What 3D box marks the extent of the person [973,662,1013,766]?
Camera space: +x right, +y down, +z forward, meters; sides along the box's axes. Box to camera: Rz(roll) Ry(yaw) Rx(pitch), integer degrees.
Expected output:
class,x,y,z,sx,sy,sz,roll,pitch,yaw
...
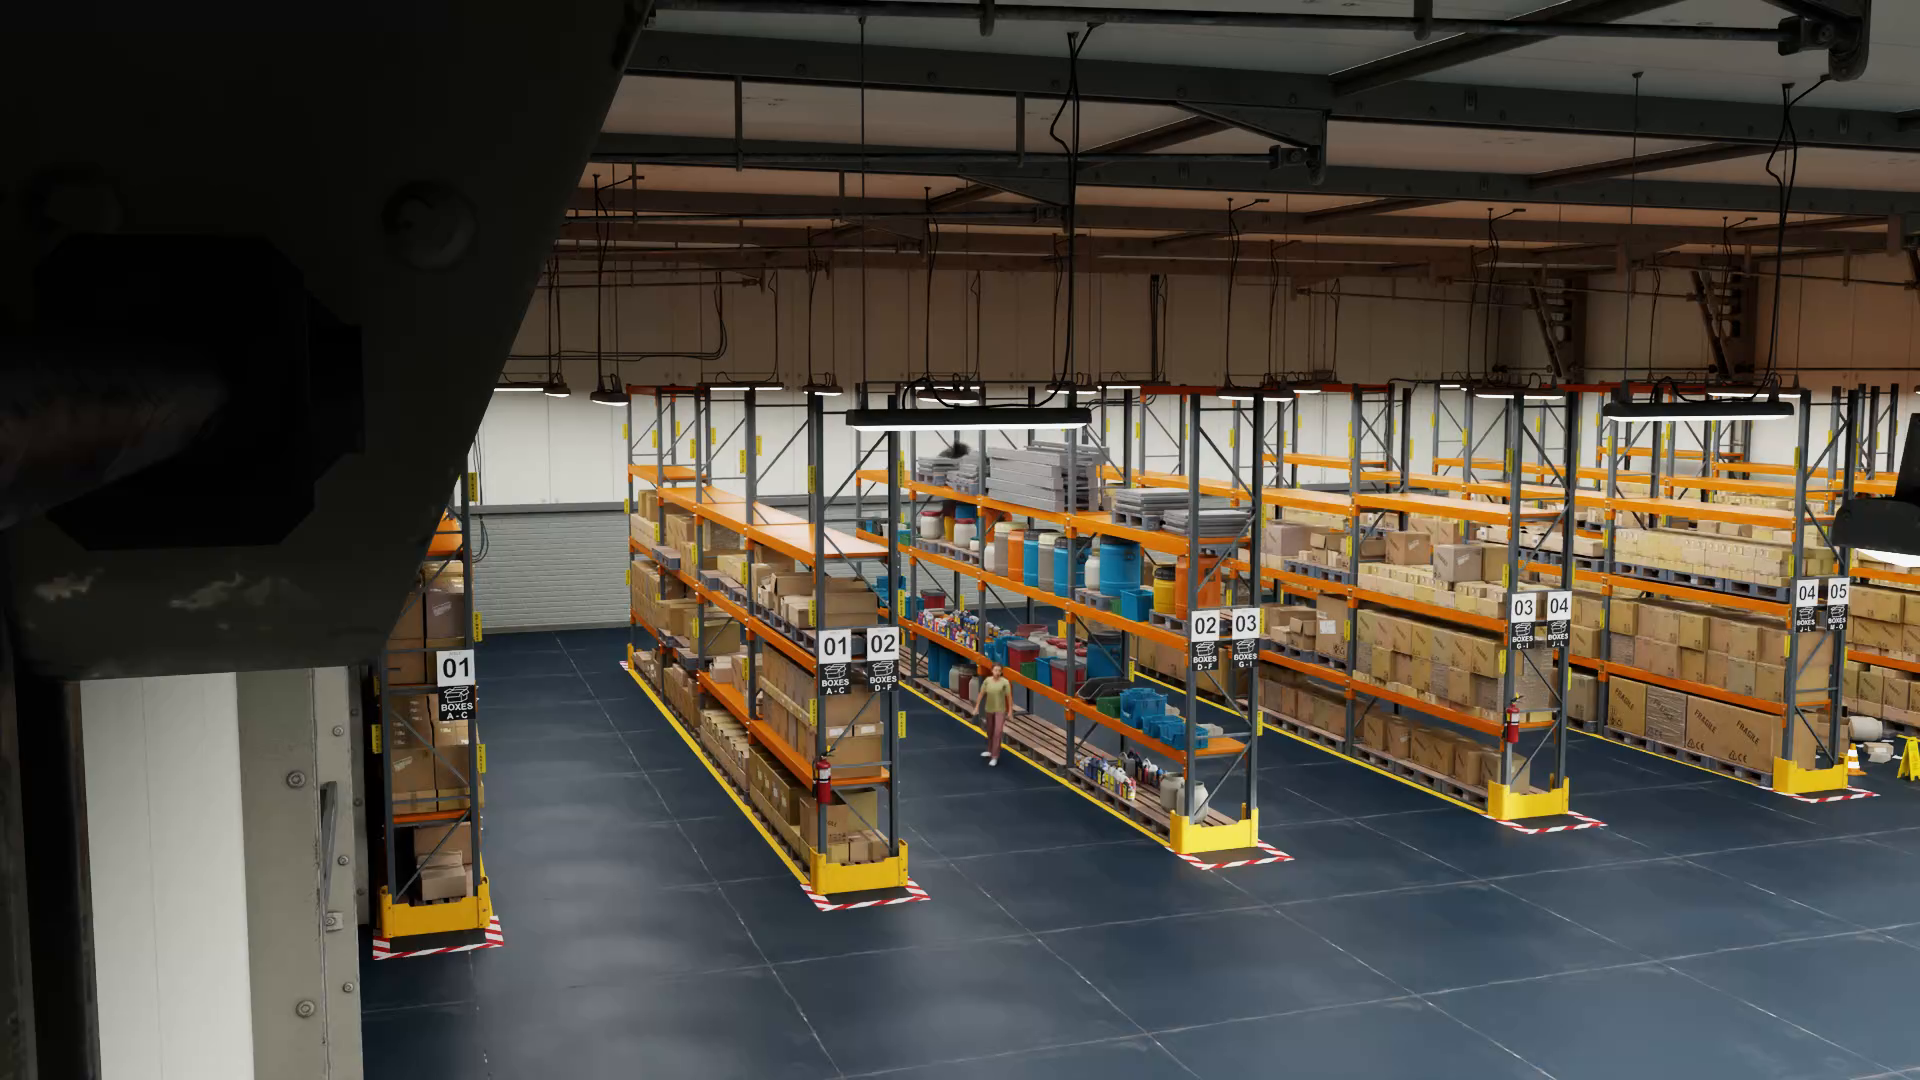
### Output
class,x,y,z,sx,sy,sz,roll,pitch,yaw
person,0.527,2.751,26.668,0.577,1.621,0.871,2,6,21

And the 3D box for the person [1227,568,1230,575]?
class,x,y,z,sx,sy,sz,roll,pitch,yaw
person,6.587,1.332,40.719,0.611,1.603,0.555,-4,7,-36

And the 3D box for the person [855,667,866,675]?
class,x,y,z,sx,sy,sz,roll,pitch,yaw
person,-1.984,2.449,29.387,0.789,1.717,0.683,5,8,42

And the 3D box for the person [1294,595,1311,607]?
class,x,y,z,sx,sy,sz,roll,pitch,yaw
person,9.061,0.943,43.782,0.690,1.793,0.731,-5,7,-38
